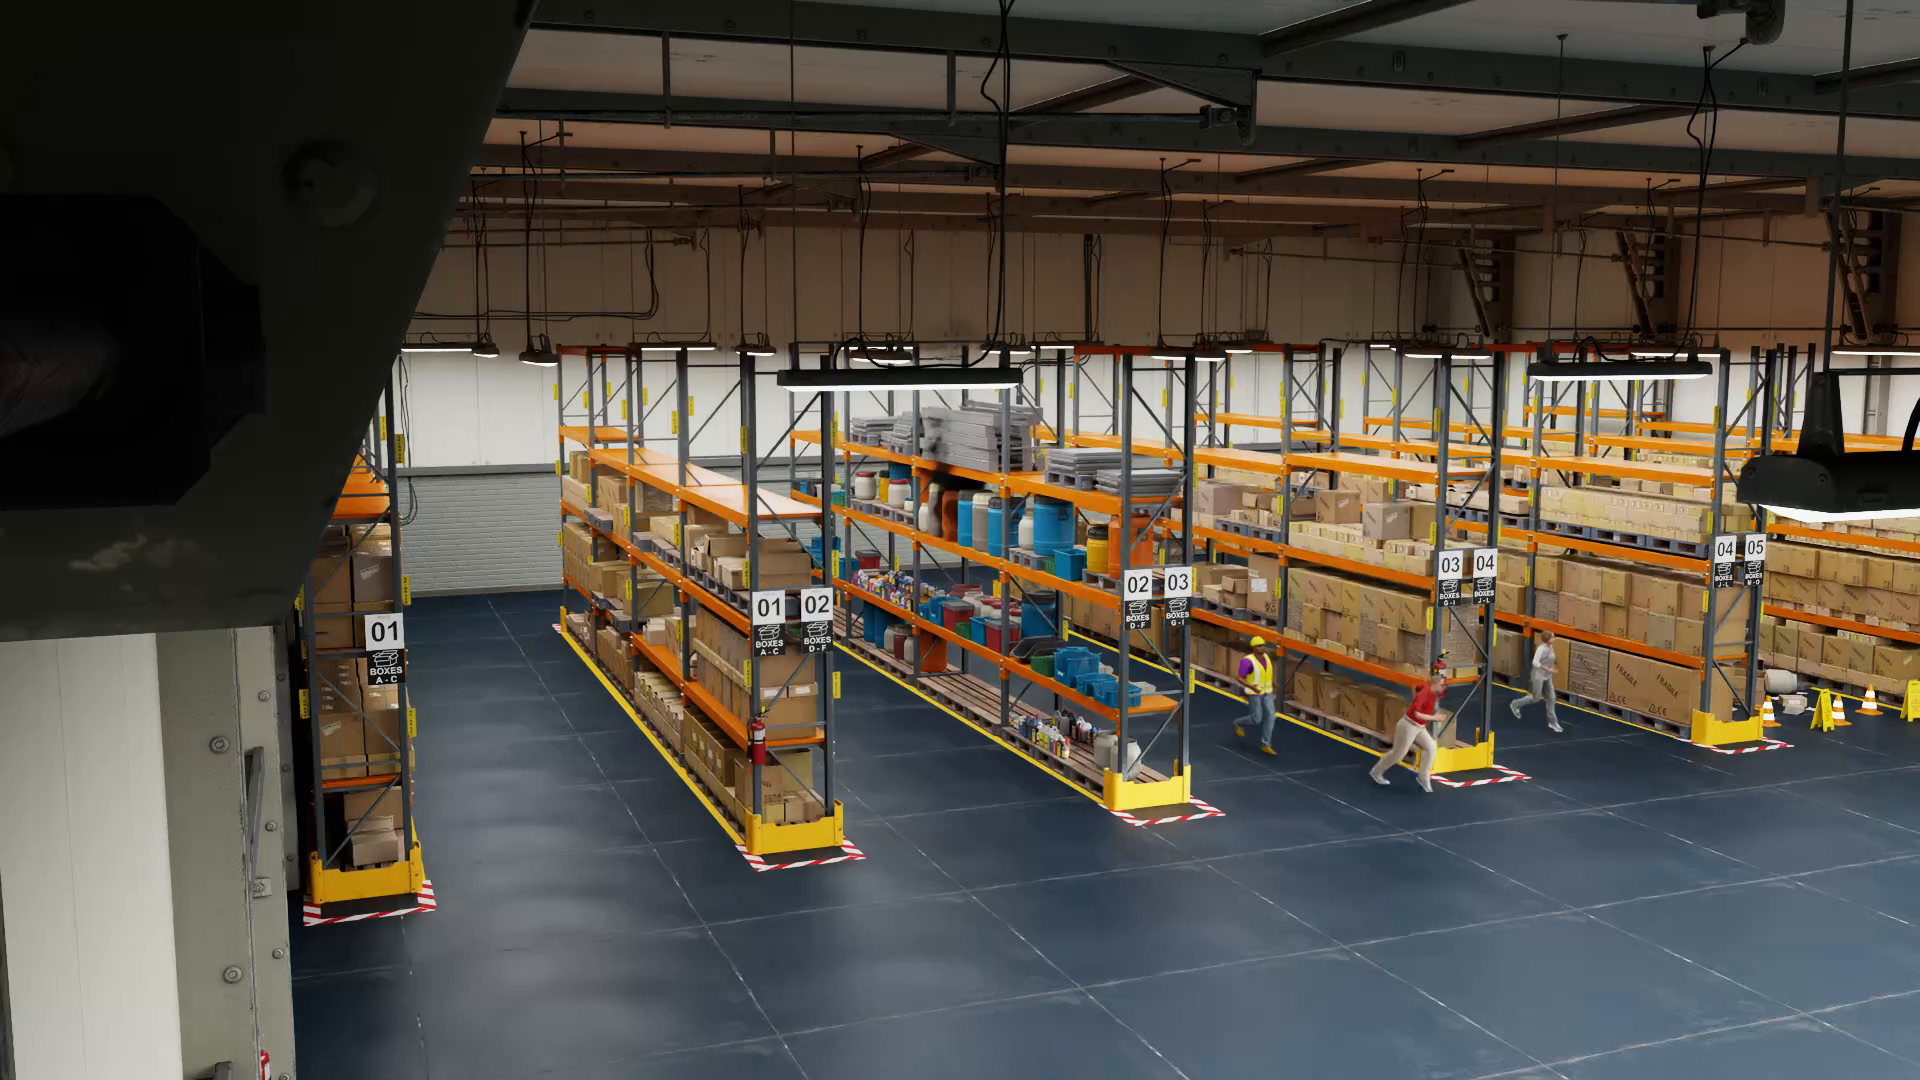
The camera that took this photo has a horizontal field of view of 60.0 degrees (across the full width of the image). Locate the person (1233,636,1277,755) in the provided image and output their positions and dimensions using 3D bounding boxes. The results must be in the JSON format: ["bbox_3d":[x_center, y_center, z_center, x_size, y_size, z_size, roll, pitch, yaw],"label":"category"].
[{"bbox_3d":[4.491,2.310,25.040,0.712,1.745,0.870,-4,8,-29],"label":"person"}]

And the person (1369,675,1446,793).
[{"bbox_3d":[6.178,2.656,22.898,1.025,1.694,0.702,4,8,27],"label":"person"}]

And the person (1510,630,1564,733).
[{"bbox_3d":[9.215,2.200,26.395,0.882,1.591,0.564,7,10,44],"label":"person"}]

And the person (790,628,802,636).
[{"bbox_3d":[-3.068,1.475,31.380,0.656,1.738,0.586,-3,8,-21],"label":"person"}]
